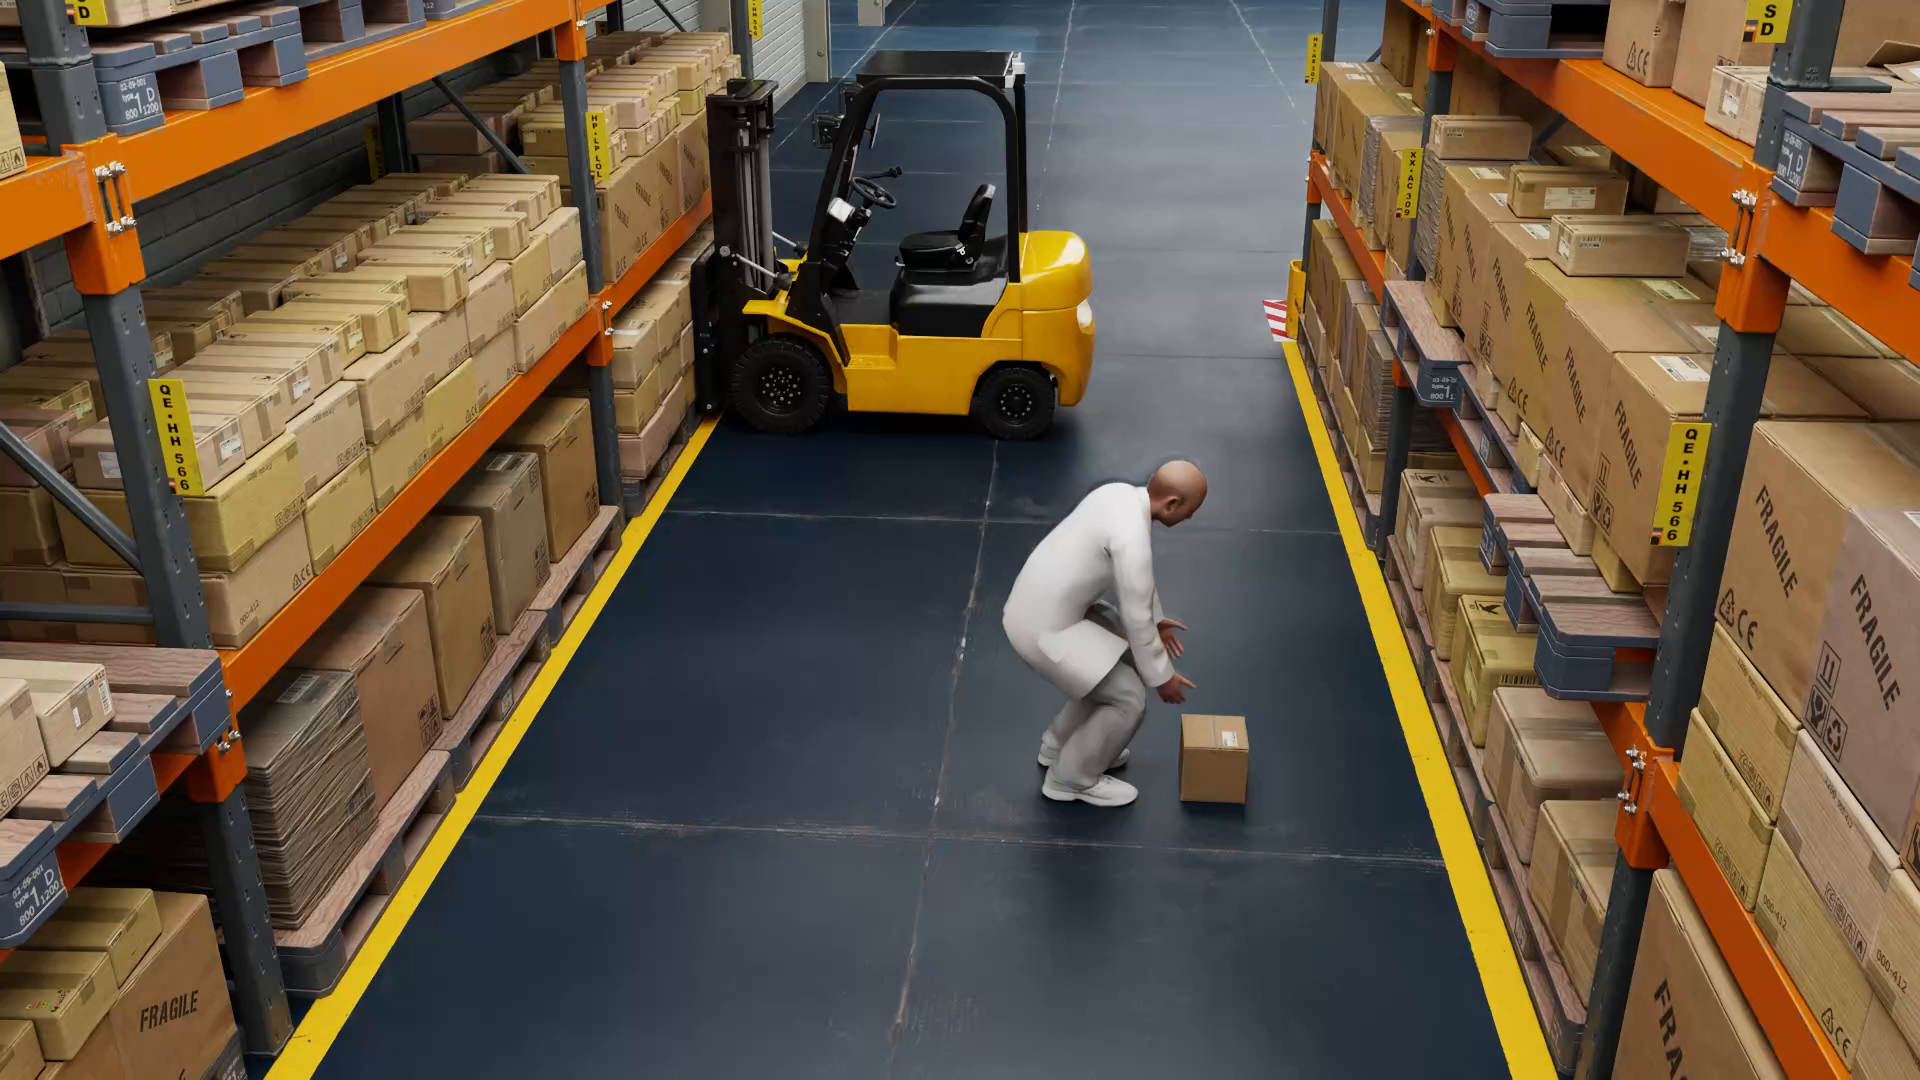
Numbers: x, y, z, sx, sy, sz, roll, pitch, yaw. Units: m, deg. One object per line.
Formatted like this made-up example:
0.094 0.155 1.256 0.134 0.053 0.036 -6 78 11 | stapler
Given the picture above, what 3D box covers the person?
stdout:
0.540 0.327 6.404 0.752 1.363 0.631 2 24 4 | person
